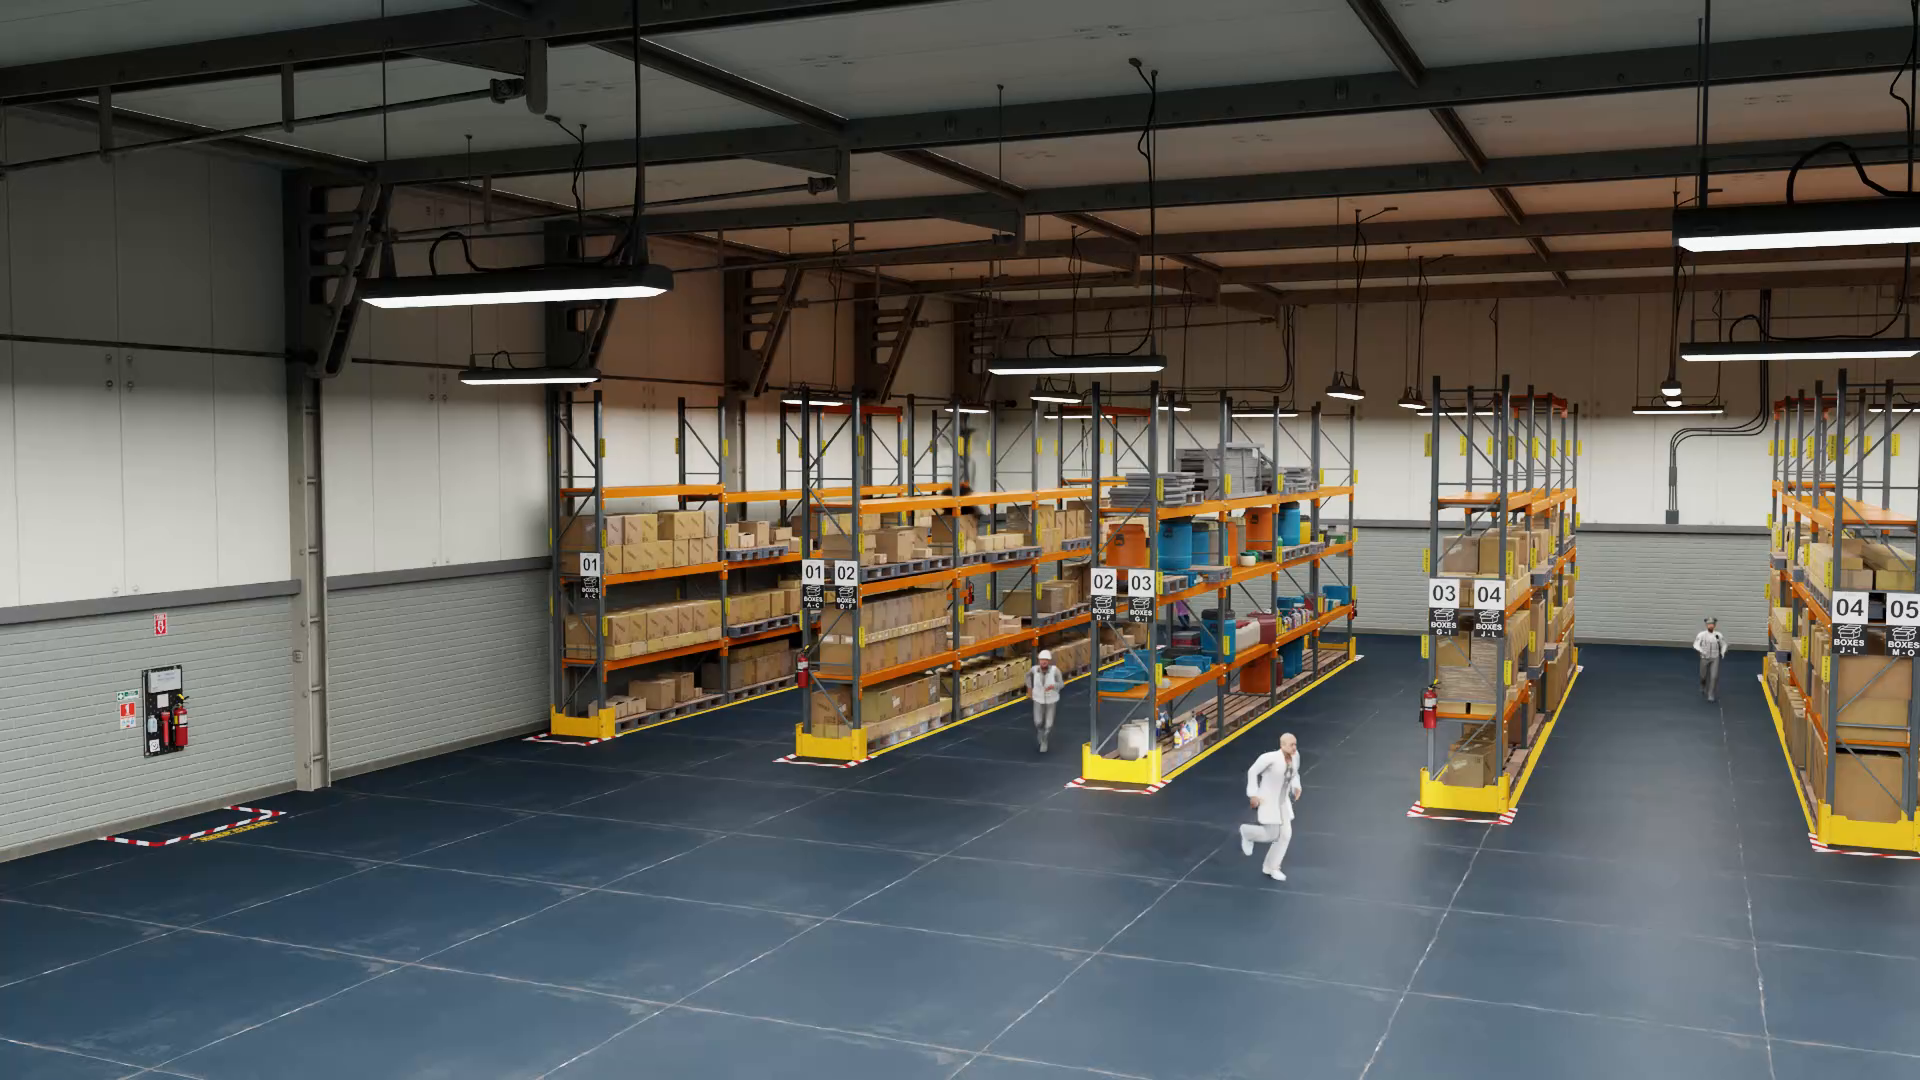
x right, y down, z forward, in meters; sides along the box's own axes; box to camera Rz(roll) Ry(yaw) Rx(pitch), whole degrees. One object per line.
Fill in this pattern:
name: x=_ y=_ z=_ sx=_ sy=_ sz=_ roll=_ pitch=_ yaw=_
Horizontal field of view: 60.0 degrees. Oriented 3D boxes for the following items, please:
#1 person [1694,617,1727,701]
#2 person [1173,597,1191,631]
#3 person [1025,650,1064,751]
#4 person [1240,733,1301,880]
person: x=14.909 y=2.346 z=33.037 sx=0.625 sy=1.654 sz=0.724 roll=1 pitch=3 yaw=19
person: x=5.604 y=1.904 z=42.178 sx=0.573 sy=1.539 sz=0.846 roll=-1 pitch=3 yaw=-22
person: x=1.379 y=2.647 z=27.314 sx=0.645 sy=1.699 sz=0.738 roll=0 pitch=3 yaw=5
person: x=3.636 y=3.089 z=19.553 sx=0.709 sy=1.721 sz=0.837 roll=-2 pitch=4 yaw=-38
